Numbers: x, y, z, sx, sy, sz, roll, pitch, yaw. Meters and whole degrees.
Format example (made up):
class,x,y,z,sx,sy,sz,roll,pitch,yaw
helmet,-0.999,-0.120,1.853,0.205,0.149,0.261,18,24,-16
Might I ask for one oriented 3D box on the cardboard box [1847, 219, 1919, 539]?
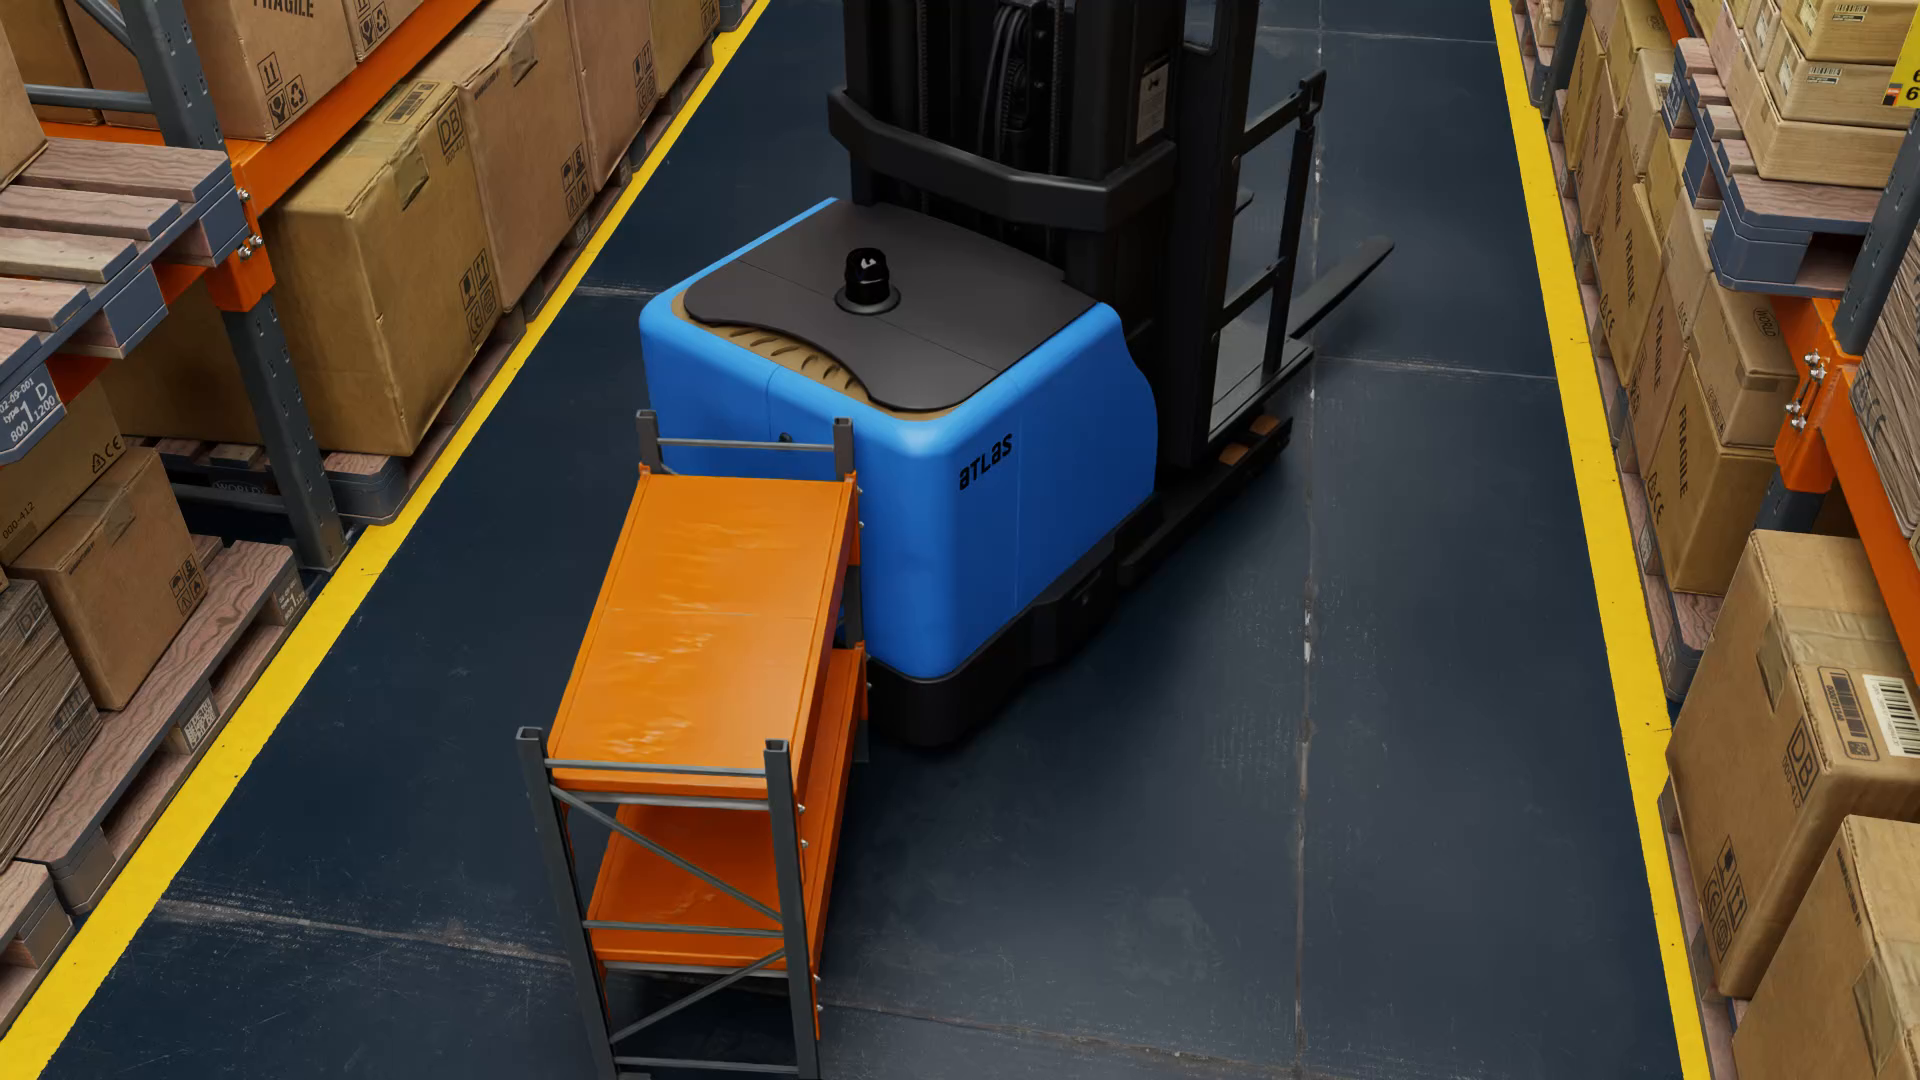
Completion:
class,x,y,z,sx,sy,sz,roll,pitch,yaw
cardboard box,2.109,-0.318,3.203,0.500,0.500,0.500,7,40,8

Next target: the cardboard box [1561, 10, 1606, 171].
class,x,y,z,sx,sy,sz,roll,pitch,yaw
cardboard box,2.756,-1.806,6.713,0.500,0.500,0.500,8,40,9

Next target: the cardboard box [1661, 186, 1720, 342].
class,x,y,z,sx,sy,sz,roll,pitch,yaw
cardboard box,2.390,-0.796,4.902,0.500,0.250,0.500,7,40,8

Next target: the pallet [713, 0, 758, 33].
class,x,y,z,sx,sy,sz,roll,pitch,yaw
pallet,-1.514,-3.046,8.769,1.003,0.211,1.213,6,40,8

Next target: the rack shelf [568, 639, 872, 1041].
class,x,y,z,sx,sy,sz,roll,pitch,yaw
rack shelf,-0.530,0.663,3.948,0.538,0.278,1.000,2,40,3

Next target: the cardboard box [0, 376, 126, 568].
class,x,y,z,sx,sy,sz,roll,pitch,yaw
cardboard box,-2.501,-0.214,4.182,0.500,0.250,0.500,8,40,9

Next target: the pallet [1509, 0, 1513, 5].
class,x,y,z,sx,sy,sz,roll,pitch,yaw
pallet,3.435,-3.161,8.907,1.003,0.211,1.213,6,40,8

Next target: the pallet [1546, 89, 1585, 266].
class,x,y,z,sx,sy,sz,roll,pitch,yaw
pallet,3.012,-1.479,6.873,1.003,0.211,1.213,6,40,8

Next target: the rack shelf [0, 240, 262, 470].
class,x,y,z,sx,sy,sz,roll,pitch,yaw
rack shelf,-2.761,0.390,2.989,1.077,0.370,4.000,6,40,8

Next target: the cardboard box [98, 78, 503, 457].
class,x,y,z,sx,sy,sz,roll,pitch,yaw
cardboard box,-2.275,-0.916,5.342,1.225,0.875,0.875,5,40,6

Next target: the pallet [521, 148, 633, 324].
class,x,y,z,sx,sy,sz,roll,pitch,yaw
pallet,-1.991,-1.317,6.678,1.003,0.211,1.213,6,40,8

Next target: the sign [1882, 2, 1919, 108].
class,x,y,z,sx,sy,sz,roll,pitch,yaw
sign,1.917,-1.002,3.261,0.100,0.325,0.005,6,40,8

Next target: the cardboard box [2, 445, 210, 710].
class,x,y,z,sx,sy,sz,roll,pitch,yaw
cardboard box,-2.511,0.074,4.423,0.700,0.500,0.500,4,40,5

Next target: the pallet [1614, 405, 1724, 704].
class,x,y,z,sx,sy,sz,roll,pitch,yaw
pallet,2.590,0.053,5.021,1.003,0.211,1.213,6,40,8

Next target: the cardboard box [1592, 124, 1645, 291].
class,x,y,z,sx,sy,sz,roll,pitch,yaw
cardboard box,2.589,-1.144,5.911,0.500,0.500,0.500,7,40,8

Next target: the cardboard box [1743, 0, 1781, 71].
class,x,y,z,sx,sy,sz,roll,pitch,yaw
cardboard box,2.135,-1.240,4.029,0.380,0.149,0.250,8,40,9

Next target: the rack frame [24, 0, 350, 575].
class,x,y,z,sx,sy,sz,roll,pitch,yaw
rack frame,-2.415,-1.142,4.278,1.000,3.000,0.127,6,40,8

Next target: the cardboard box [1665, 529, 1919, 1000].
class,x,y,z,sx,sy,sz,roll,pitch,yaw
cardboard box,2.259,0.546,3.672,1.050,0.750,0.750,6,40,7

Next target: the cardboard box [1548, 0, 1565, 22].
class,x,y,z,sx,sy,sz,roll,pitch,yaw
cardboard box,2.887,-2.453,7.537,0.380,0.149,0.250,7,40,9

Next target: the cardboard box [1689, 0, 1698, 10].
class,x,y,z,sx,sy,sz,roll,pitch,yaw
cardboard box,2.266,-1.599,4.698,0.380,0.149,0.250,5,40,6

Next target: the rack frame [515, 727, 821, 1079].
class,x,y,z,sx,sy,sz,roll,pitch,yaw
rack frame,-0.564,0.798,3.402,0.500,1.125,0.032,2,40,3

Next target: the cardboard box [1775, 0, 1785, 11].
class,x,y,z,sx,sy,sz,roll,pitch,yaw
cardboard box,2.132,-1.342,3.919,0.380,0.149,0.250,6,40,7

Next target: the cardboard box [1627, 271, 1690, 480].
class,x,y,z,sx,sy,sz,roll,pitch,yaw
cardboard box,2.403,-0.498,5.130,0.500,0.500,0.500,8,40,9

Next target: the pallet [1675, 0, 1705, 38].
class,x,y,z,sx,sy,sz,roll,pitch,yaw
pallet,2.755,-1.705,5.108,1.003,0.211,1.213,6,40,8

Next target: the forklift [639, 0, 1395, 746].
class,x,y,z,sx,sy,sz,roll,pitch,yaw
forklift,0.449,-1.458,4.714,1.130,2.935,3.031,26,46,28

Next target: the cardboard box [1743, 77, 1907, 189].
class,x,y,z,sx,sy,sz,roll,pitch,yaw
cardboard box,2.086,-0.957,3.921,0.380,0.149,0.250,7,40,8

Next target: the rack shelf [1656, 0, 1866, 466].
class,x,y,z,sx,sy,sz,roll,pitch,yaw
rack shelf,2.799,-1.510,5.287,1.077,0.370,4.000,6,40,8

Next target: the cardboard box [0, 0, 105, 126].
class,x,y,z,sx,sy,sz,roll,pitch,yaw
cardboard box,-2.573,-1.518,4.653,0.500,0.500,0.500,8,40,9

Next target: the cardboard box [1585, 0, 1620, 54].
class,x,y,z,sx,sy,sz,roll,pitch,yaw
cardboard box,2.757,-2.095,6.474,0.500,0.250,0.500,5,40,6

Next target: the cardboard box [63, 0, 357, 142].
class,x,y,z,sx,sy,sz,roll,pitch,yaw
cardboard box,-2.062,-1.456,4.578,0.500,0.500,0.500,8,40,9

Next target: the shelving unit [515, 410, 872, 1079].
class,x,y,z,sx,sy,sz,roll,pitch,yaw
shelving unit,-0.530,0.475,3.793,0.538,1.125,1.048,2,40,3

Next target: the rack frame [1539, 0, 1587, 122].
class,x,y,z,sx,sy,sz,roll,pitch,yaw
rack frame,3.145,-3.042,6.576,1.000,3.000,0.127,6,40,8

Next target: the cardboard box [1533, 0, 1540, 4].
class,x,y,z,sx,sy,sz,roll,pitch,yaw
cardboard box,2.987,-2.716,8.089,0.380,0.149,0.250,5,40,6

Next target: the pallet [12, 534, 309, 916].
class,x,y,z,sx,sy,sz,roll,pitch,yaw
pallet,-2.551,0.423,4.573,1.003,0.211,1.213,6,40,8

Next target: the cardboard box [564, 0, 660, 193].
class,x,y,z,sx,sy,sz,roll,pitch,yaw
cardboard box,-1.967,-2.031,6.690,1.225,0.875,0.875,5,40,6

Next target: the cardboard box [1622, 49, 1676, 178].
class,x,y,z,sx,sy,sz,roll,pitch,yaw
cardboard box,2.575,-1.441,5.683,0.500,0.250,0.500,8,40,9

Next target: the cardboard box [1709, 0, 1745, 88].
class,x,y,z,sx,sy,sz,roll,pitch,yaw
cardboard box,2.174,-1.274,4.305,0.380,0.149,0.250,7,40,8
